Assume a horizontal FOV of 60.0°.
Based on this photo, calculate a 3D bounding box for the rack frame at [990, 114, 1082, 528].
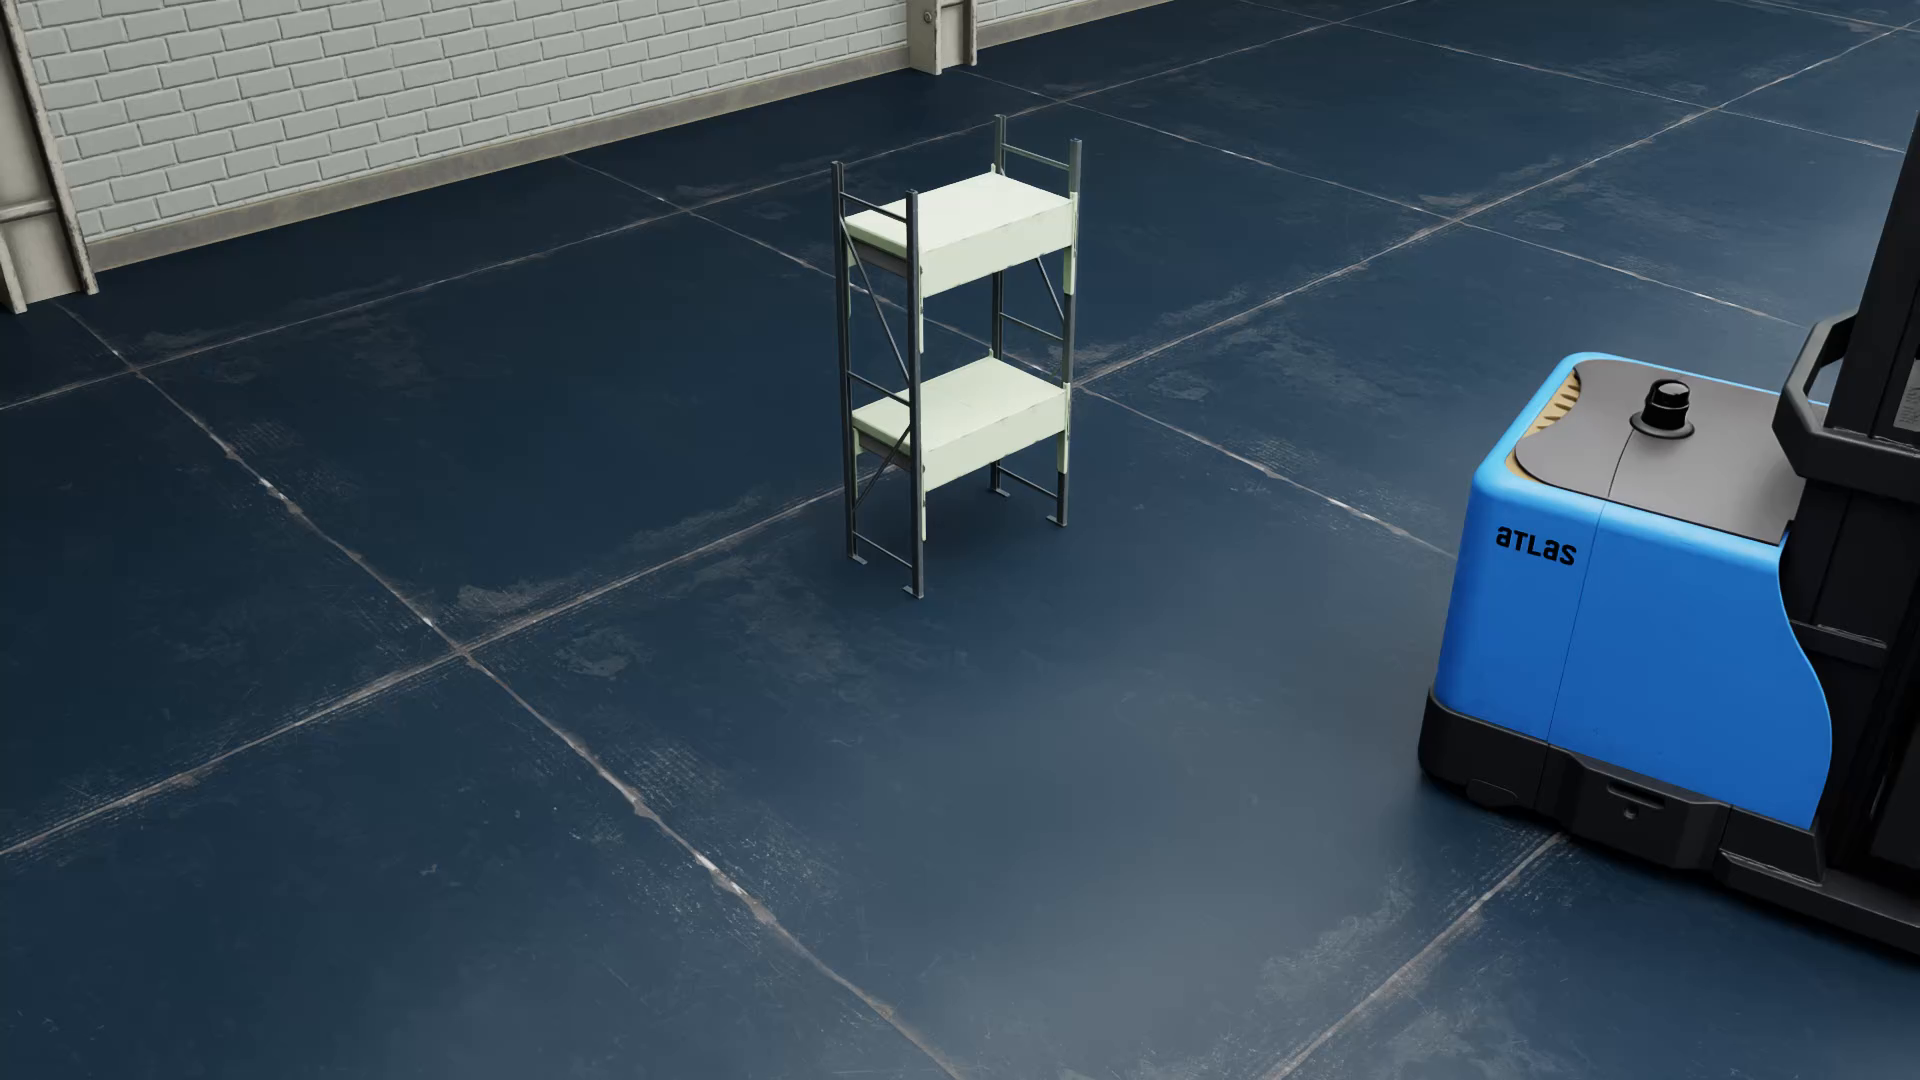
[{"bbox_3d":[0.264,-0.767,6.067,0.023,1.500,0.400,-26,40,-35],"label":"rack frame"}]

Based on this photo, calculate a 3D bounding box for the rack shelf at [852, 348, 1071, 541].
[{"bbox_3d":[-0.005,-0.359,6.025,0.720,0.370,0.431,-26,40,-35],"label":"rack shelf"}]

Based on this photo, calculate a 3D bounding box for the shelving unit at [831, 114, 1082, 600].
[{"bbox_3d":[-0.005,-0.637,5.855,0.755,1.500,0.431,-26,40,-35],"label":"shelving unit"}]

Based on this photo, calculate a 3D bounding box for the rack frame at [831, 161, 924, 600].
[{"bbox_3d":[-0.273,-0.508,5.643,0.023,1.500,0.400,-26,40,-35],"label":"rack frame"}]

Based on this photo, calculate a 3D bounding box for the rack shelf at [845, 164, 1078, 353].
[{"bbox_3d":[-0.005,-0.970,5.651,0.720,0.370,0.431,-26,40,-35],"label":"rack shelf"}]

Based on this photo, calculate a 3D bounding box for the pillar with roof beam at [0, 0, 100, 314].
[{"bbox_3d":[-1.599,-3.413,3.206,0.400,9.000,9.100,-26,40,-35],"label":"pillar with roof beam"}]

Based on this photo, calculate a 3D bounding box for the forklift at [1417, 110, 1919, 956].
[{"bbox_3d":[2.903,-0.313,3.953,3.031,2.935,1.130,19,36,27],"label":"forklift"}]

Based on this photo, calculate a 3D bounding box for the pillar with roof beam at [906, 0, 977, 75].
[{"bbox_3d":[2.801,-5.541,6.686,0.400,9.000,9.100,-26,40,-35],"label":"pillar with roof beam"}]
